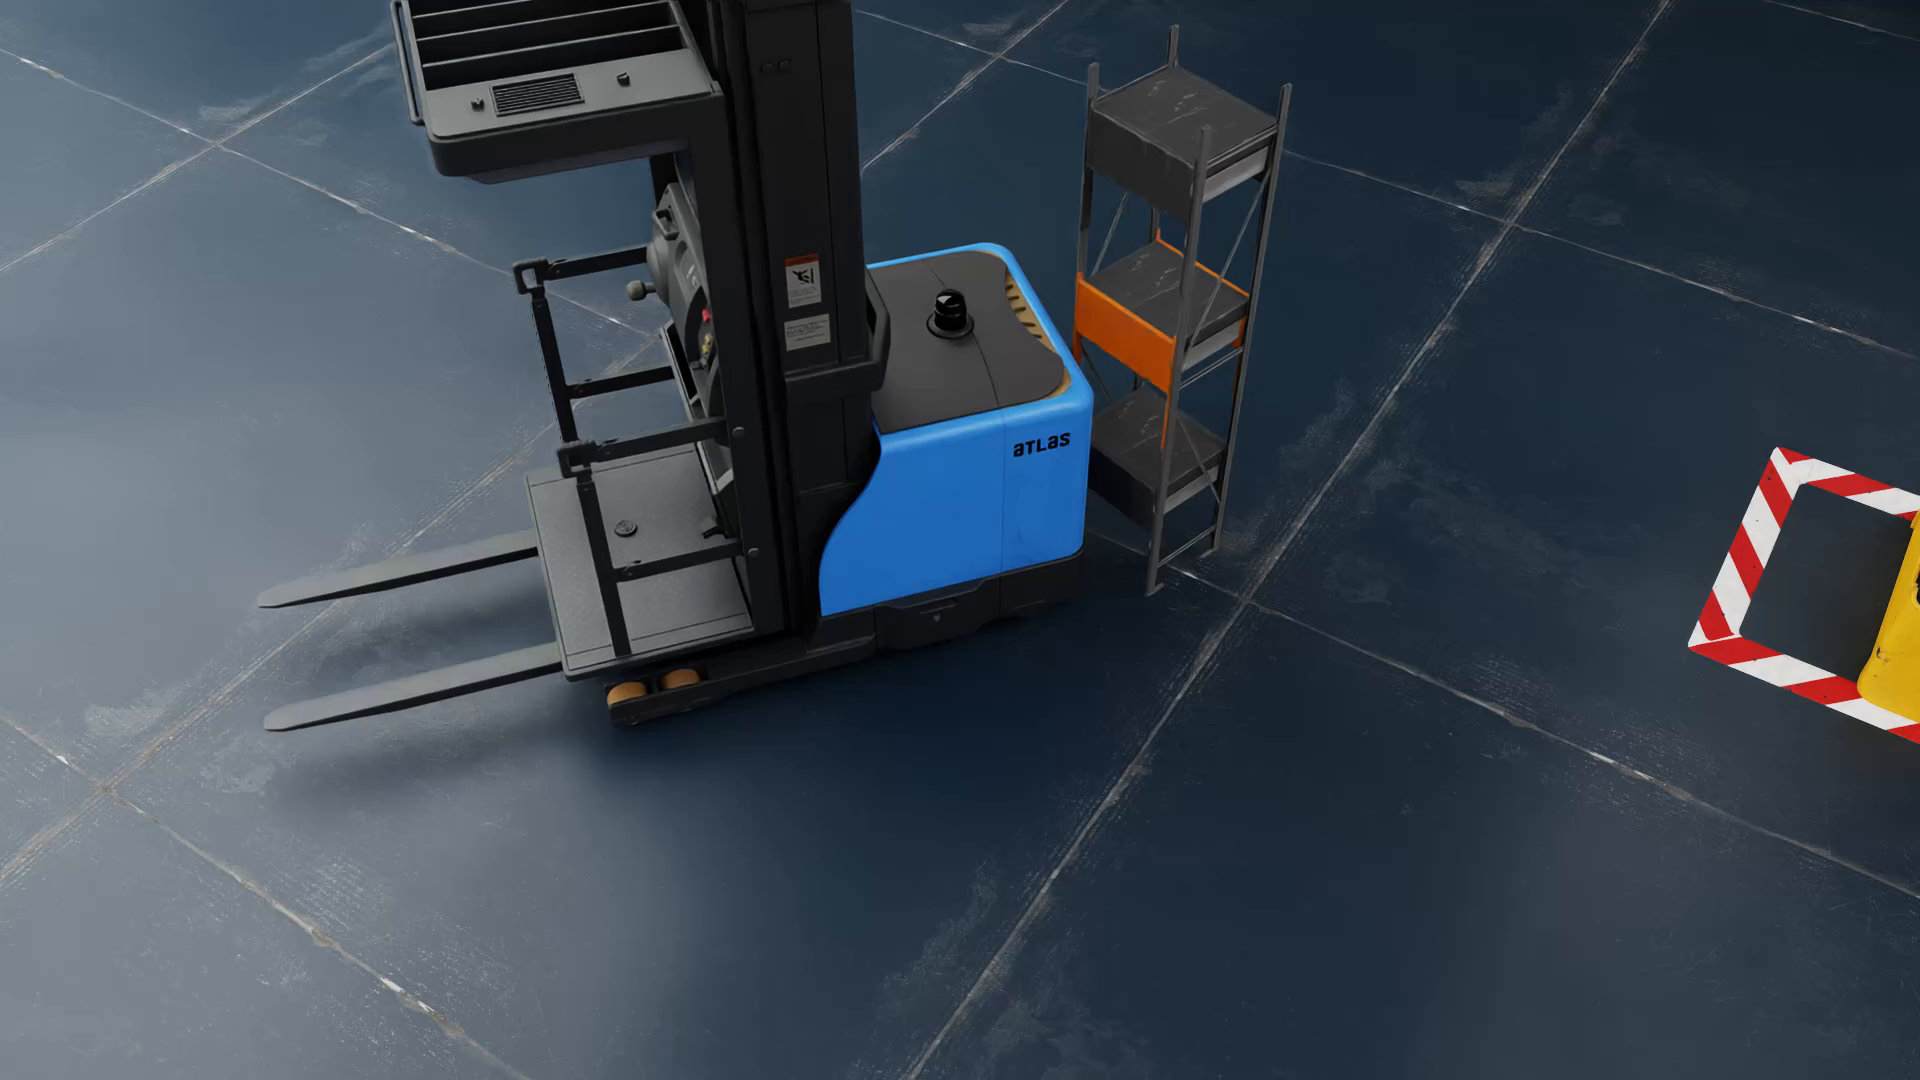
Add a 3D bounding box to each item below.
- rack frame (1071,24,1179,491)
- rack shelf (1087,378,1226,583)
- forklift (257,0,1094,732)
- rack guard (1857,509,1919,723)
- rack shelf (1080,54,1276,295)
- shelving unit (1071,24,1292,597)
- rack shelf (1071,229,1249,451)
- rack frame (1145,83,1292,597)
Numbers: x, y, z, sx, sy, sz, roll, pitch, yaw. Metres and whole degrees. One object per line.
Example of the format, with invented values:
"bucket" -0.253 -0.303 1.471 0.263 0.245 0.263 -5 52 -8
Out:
"rack frame" 0.565 -0.868 6.130 0.400 2.100 0.015 -32 54 -27
"rack shelf" 0.725 -0.239 6.513 0.431 0.518 0.480 -32 54 -27
"forklift" -1.093 -0.772 5.456 3.031 2.935 1.130 -13 47 -13
"rack guard" 3.783 0.120 6.285 0.348 0.500 1.175 25 51 22
"rack shelf" 0.725 -1.214 5.509 0.431 0.518 0.480 -32 54 -27
"shelving unit" 0.725 -0.736 6.001 0.431 2.100 0.503 -32 54 -27
"rack shelf" 0.725 -0.727 6.011 0.431 0.518 0.480 -32 54 -27
"rack frame" 0.885 -0.604 5.873 0.400 2.100 0.015 -32 54 -27
